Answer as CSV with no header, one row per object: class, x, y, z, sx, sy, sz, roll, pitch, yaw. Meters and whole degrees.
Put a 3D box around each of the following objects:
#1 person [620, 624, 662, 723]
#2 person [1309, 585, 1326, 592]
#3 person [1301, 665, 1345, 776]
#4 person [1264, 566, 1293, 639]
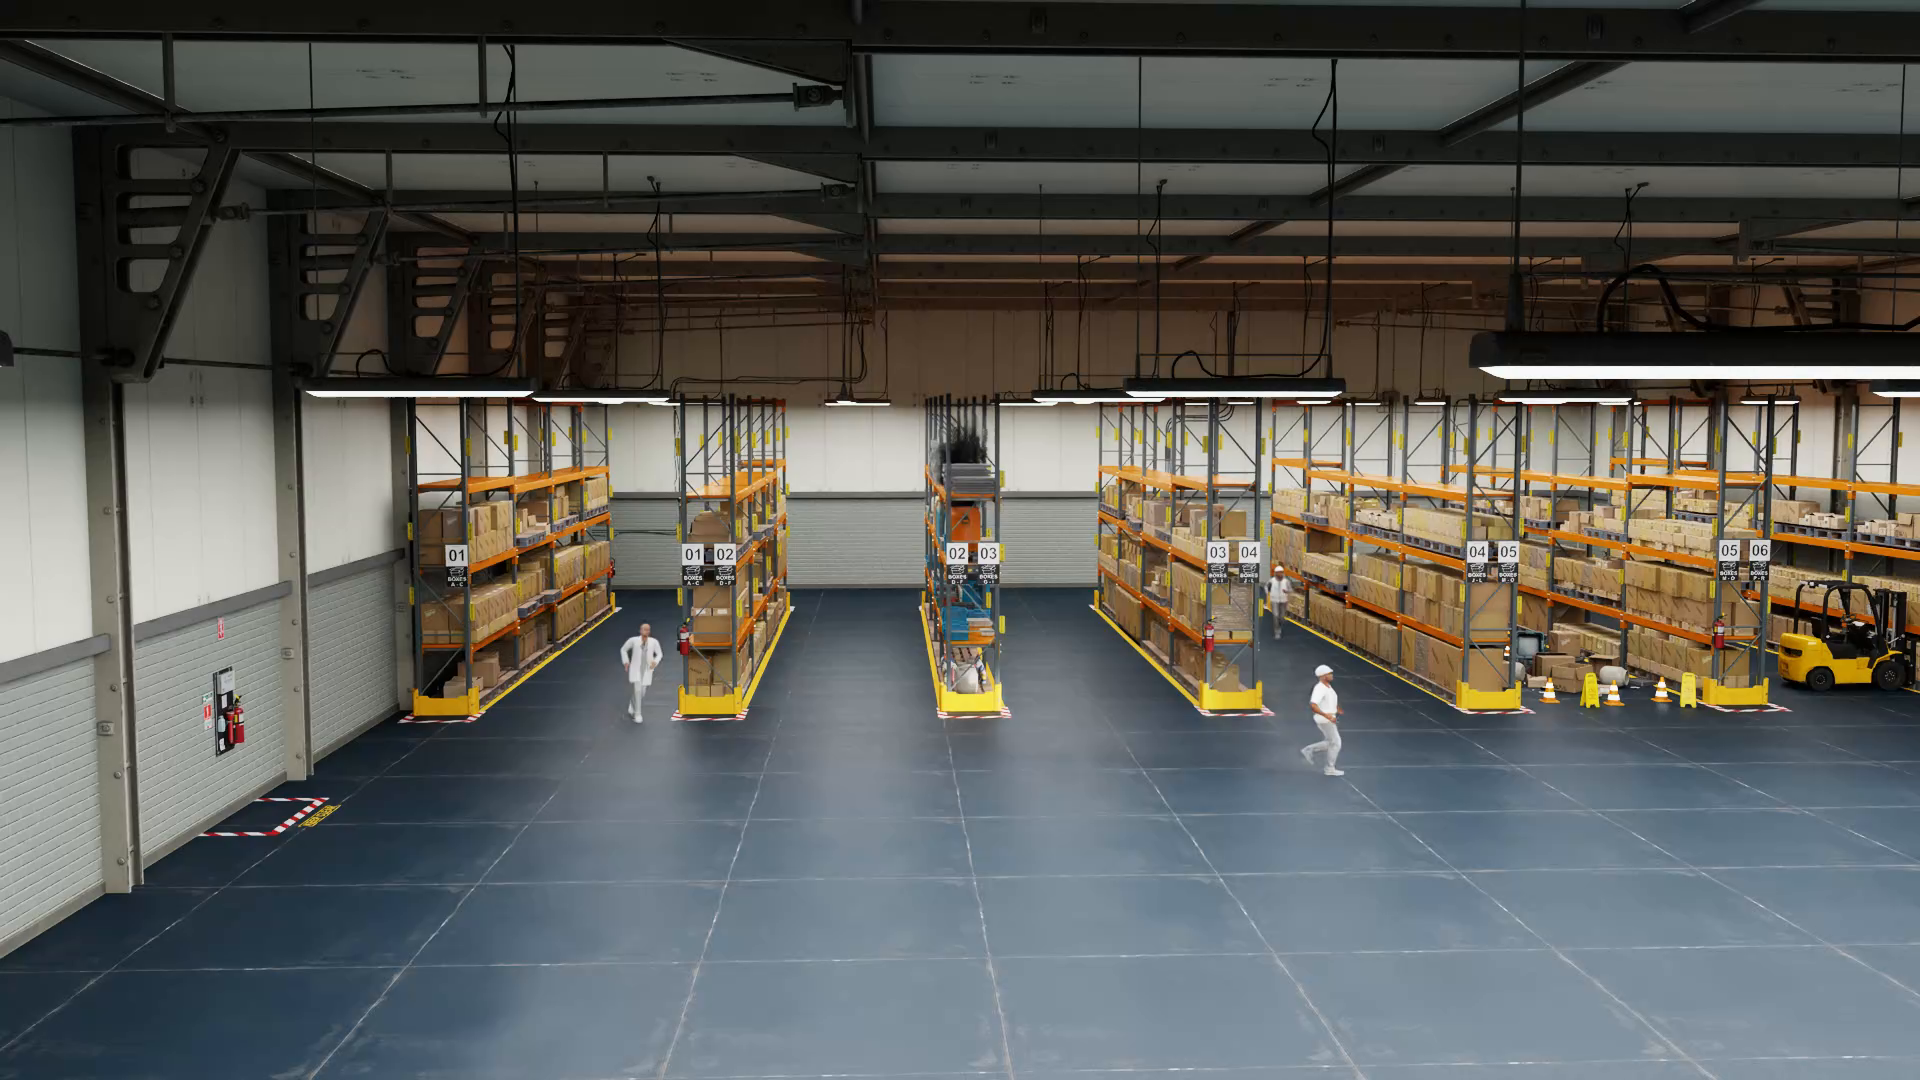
person,-5.877,2.433,30.743,0.740,1.773,0.861,-2,5,-25
person,10.616,0.984,49.037,0.882,1.835,0.687,-1,5,-9
person,5.672,2.812,25.973,0.696,1.723,0.704,2,5,23
person,7.946,1.533,41.455,0.659,1.764,0.948,0,5,1
